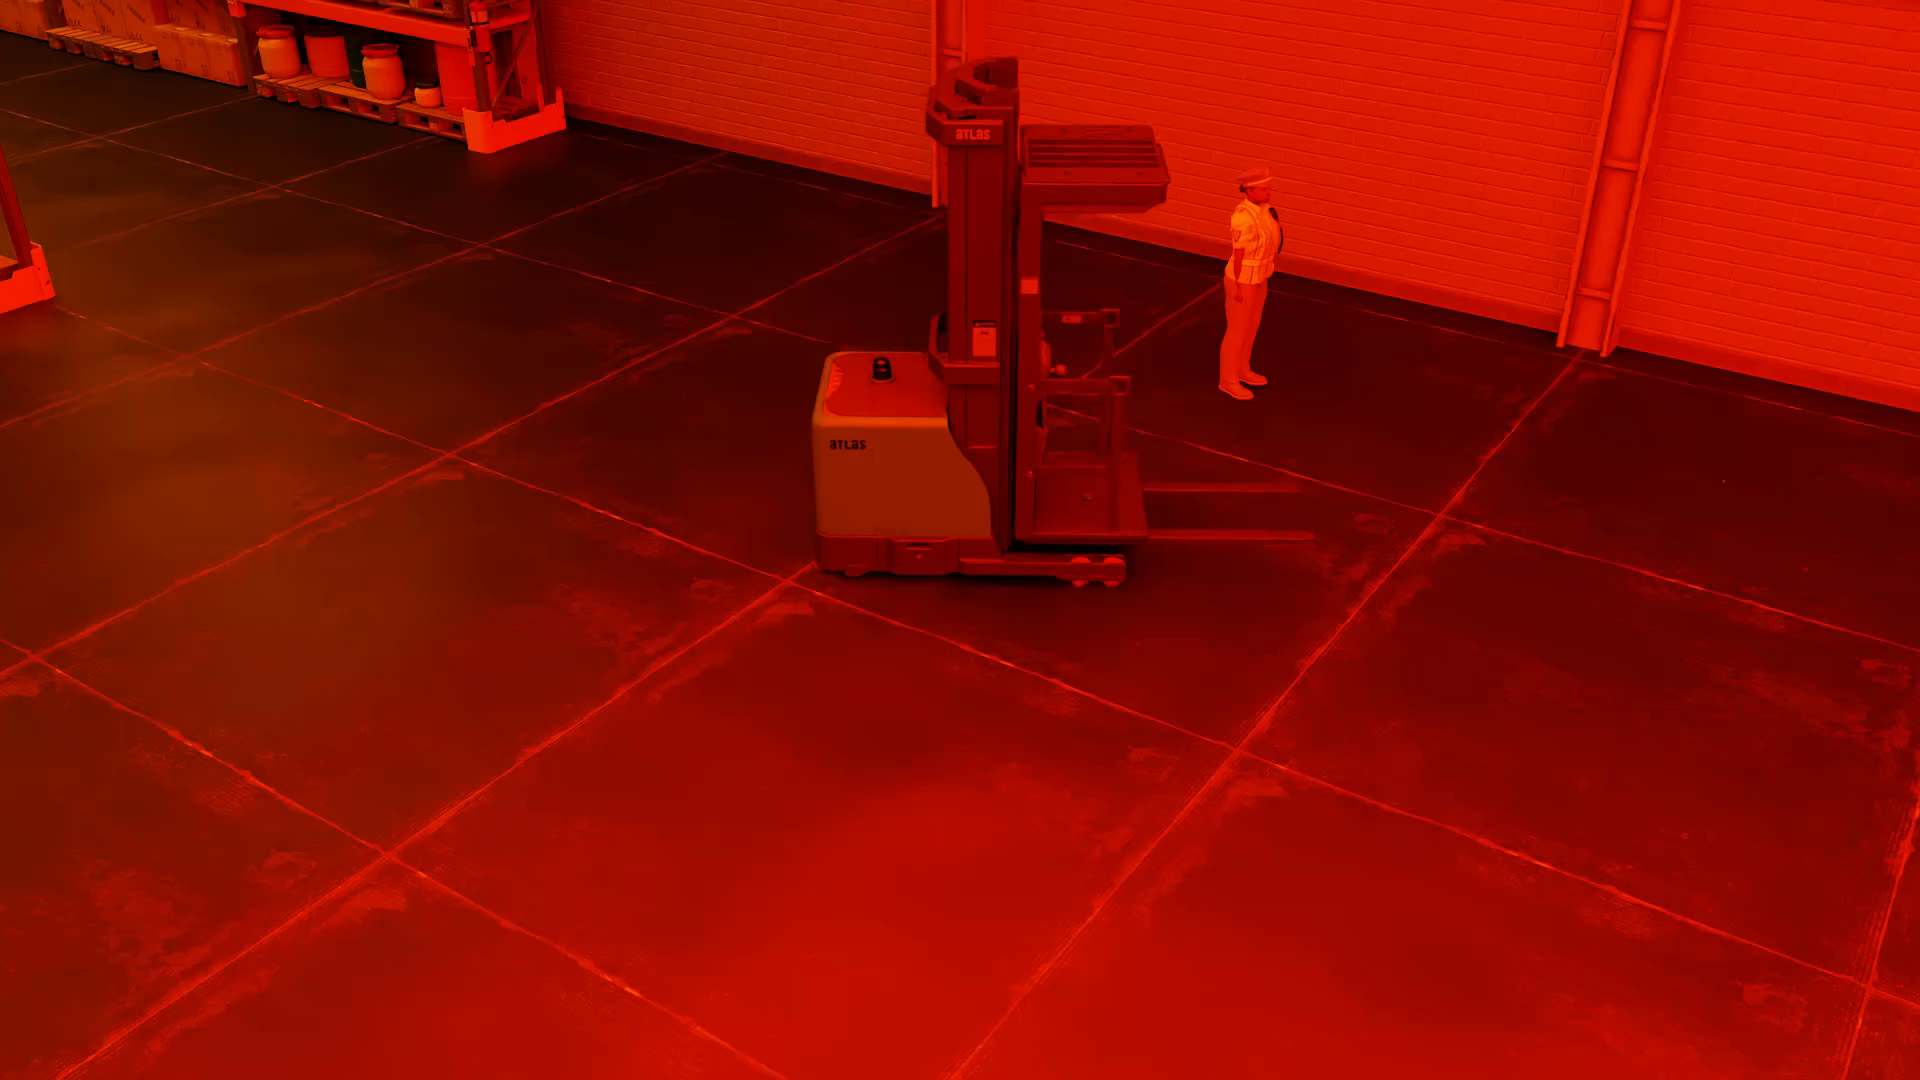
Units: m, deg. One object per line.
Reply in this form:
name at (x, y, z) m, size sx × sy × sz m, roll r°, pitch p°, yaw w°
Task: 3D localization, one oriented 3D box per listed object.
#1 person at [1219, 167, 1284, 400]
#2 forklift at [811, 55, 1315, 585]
person at (2.106, -1.884, 12.067) m, size 0.352 × 1.690 × 0.452 m, roll 18°, pitch 35°, yaw 28°
forklift at (0.647, -1.266, 9.762) m, size 3.031 × 2.935 × 1.130 m, roll 1°, pitch 30°, yaw 1°
